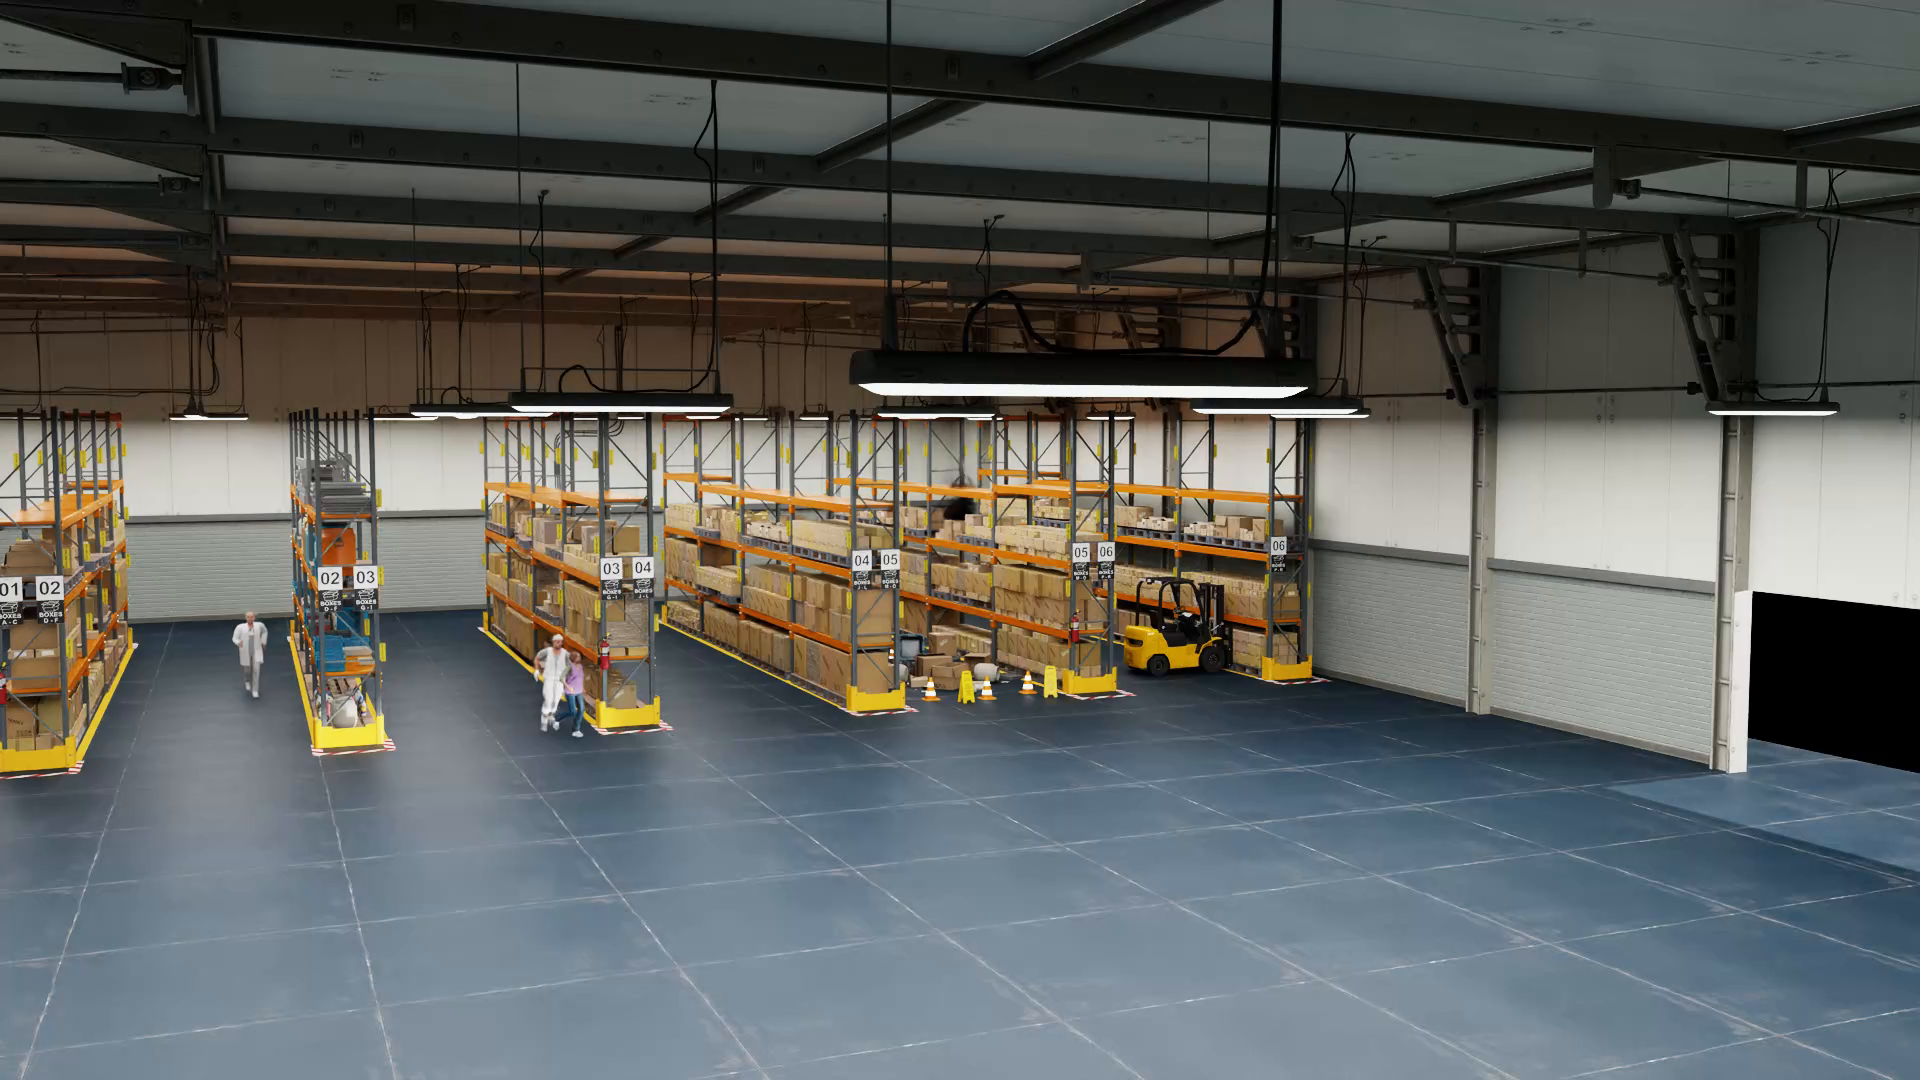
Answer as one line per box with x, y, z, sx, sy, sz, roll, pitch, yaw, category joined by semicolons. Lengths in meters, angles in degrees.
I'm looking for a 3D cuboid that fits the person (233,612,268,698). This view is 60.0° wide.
-14.927;2.379;35.006;0.690;1.771;1.042;-2;4;-24;person

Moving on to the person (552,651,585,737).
-7.120;2.808;30.537;0.683;1.553;0.595;2;5;29;person

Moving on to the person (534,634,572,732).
-7.613;2.667;31.182;0.682;1.814;0.798;-2;5;-28;person
